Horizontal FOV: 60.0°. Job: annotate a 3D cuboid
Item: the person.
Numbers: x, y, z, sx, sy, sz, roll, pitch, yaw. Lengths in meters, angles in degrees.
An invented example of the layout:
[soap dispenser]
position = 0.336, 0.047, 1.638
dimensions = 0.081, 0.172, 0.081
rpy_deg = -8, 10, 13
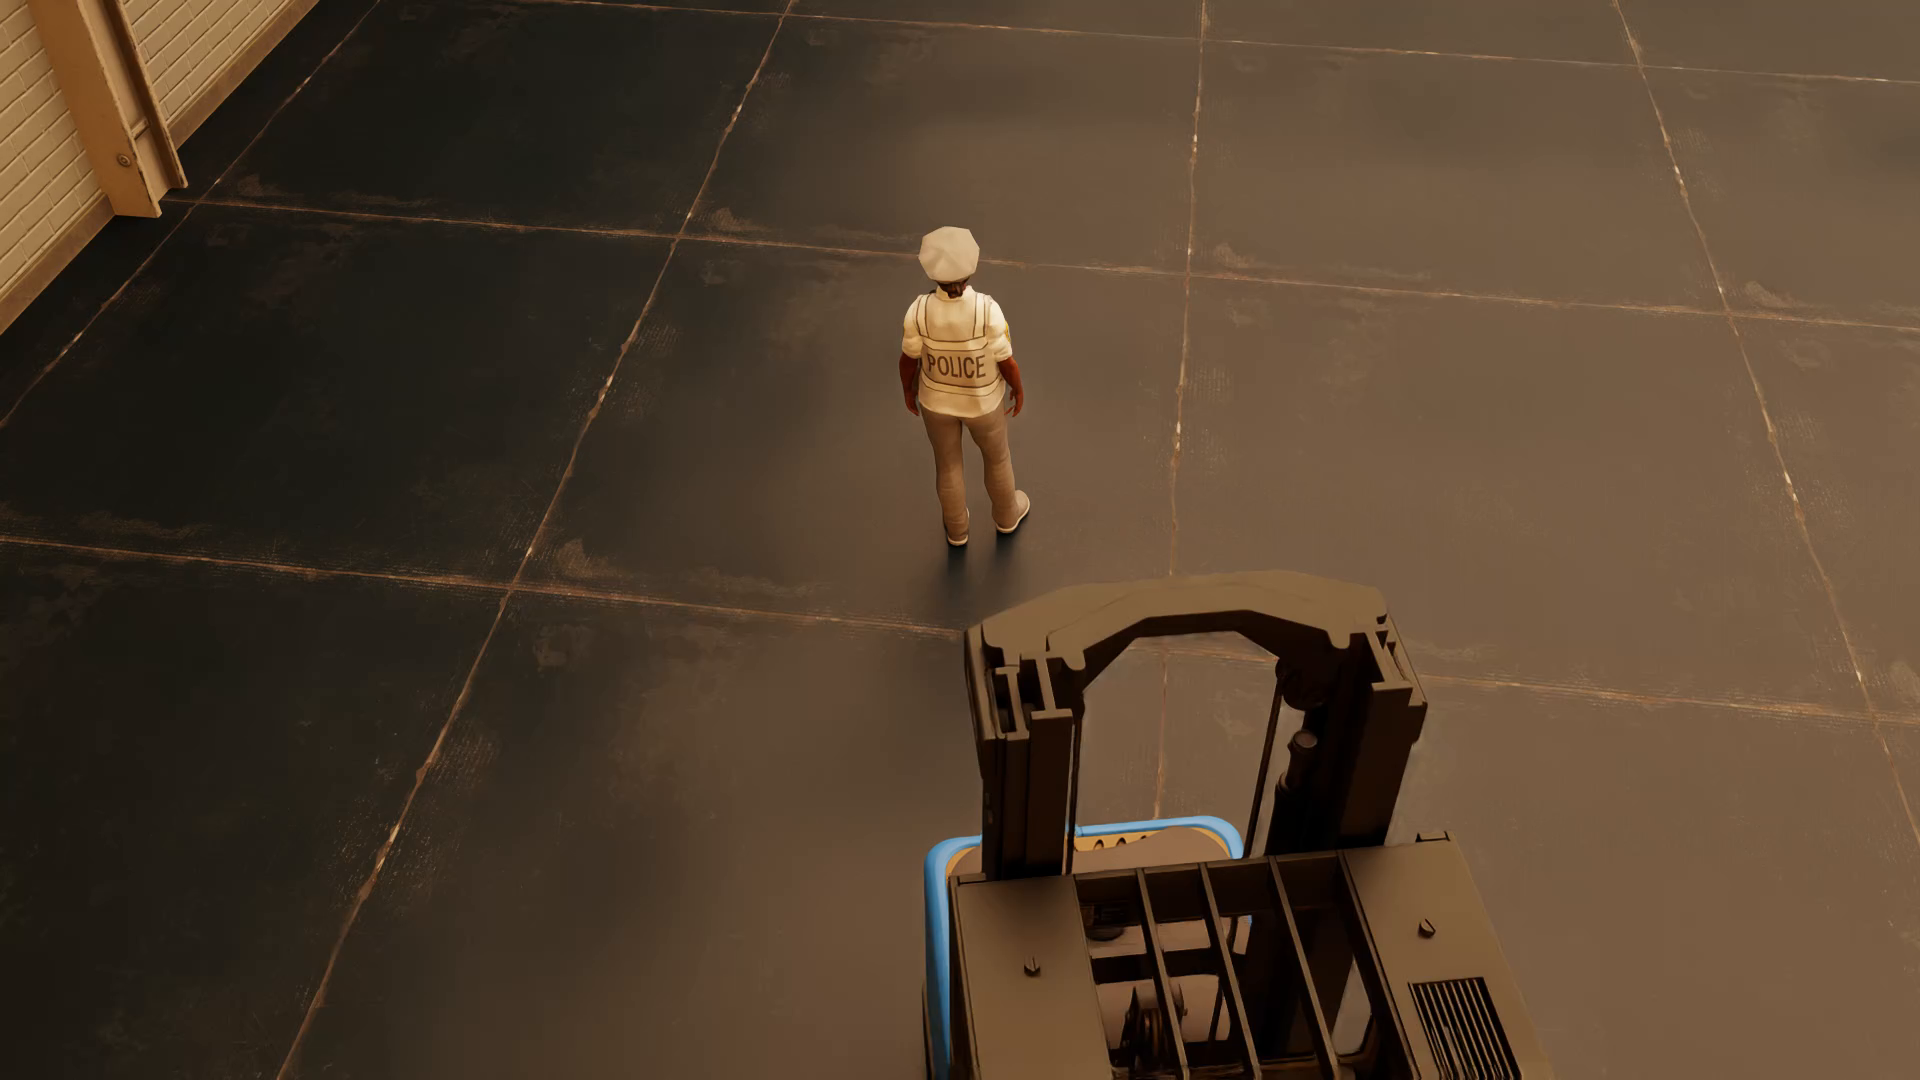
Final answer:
[person]
position = 0.030, -0.677, 7.367
dimensions = 0.569, 1.693, 0.528
rpy_deg = 5, 43, 6

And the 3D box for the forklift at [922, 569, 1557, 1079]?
[forklift]
position = 0.548, 1.619, 3.962
dimensions = 1.130, 2.935, 3.031
rpy_deg = -4, 43, -5
